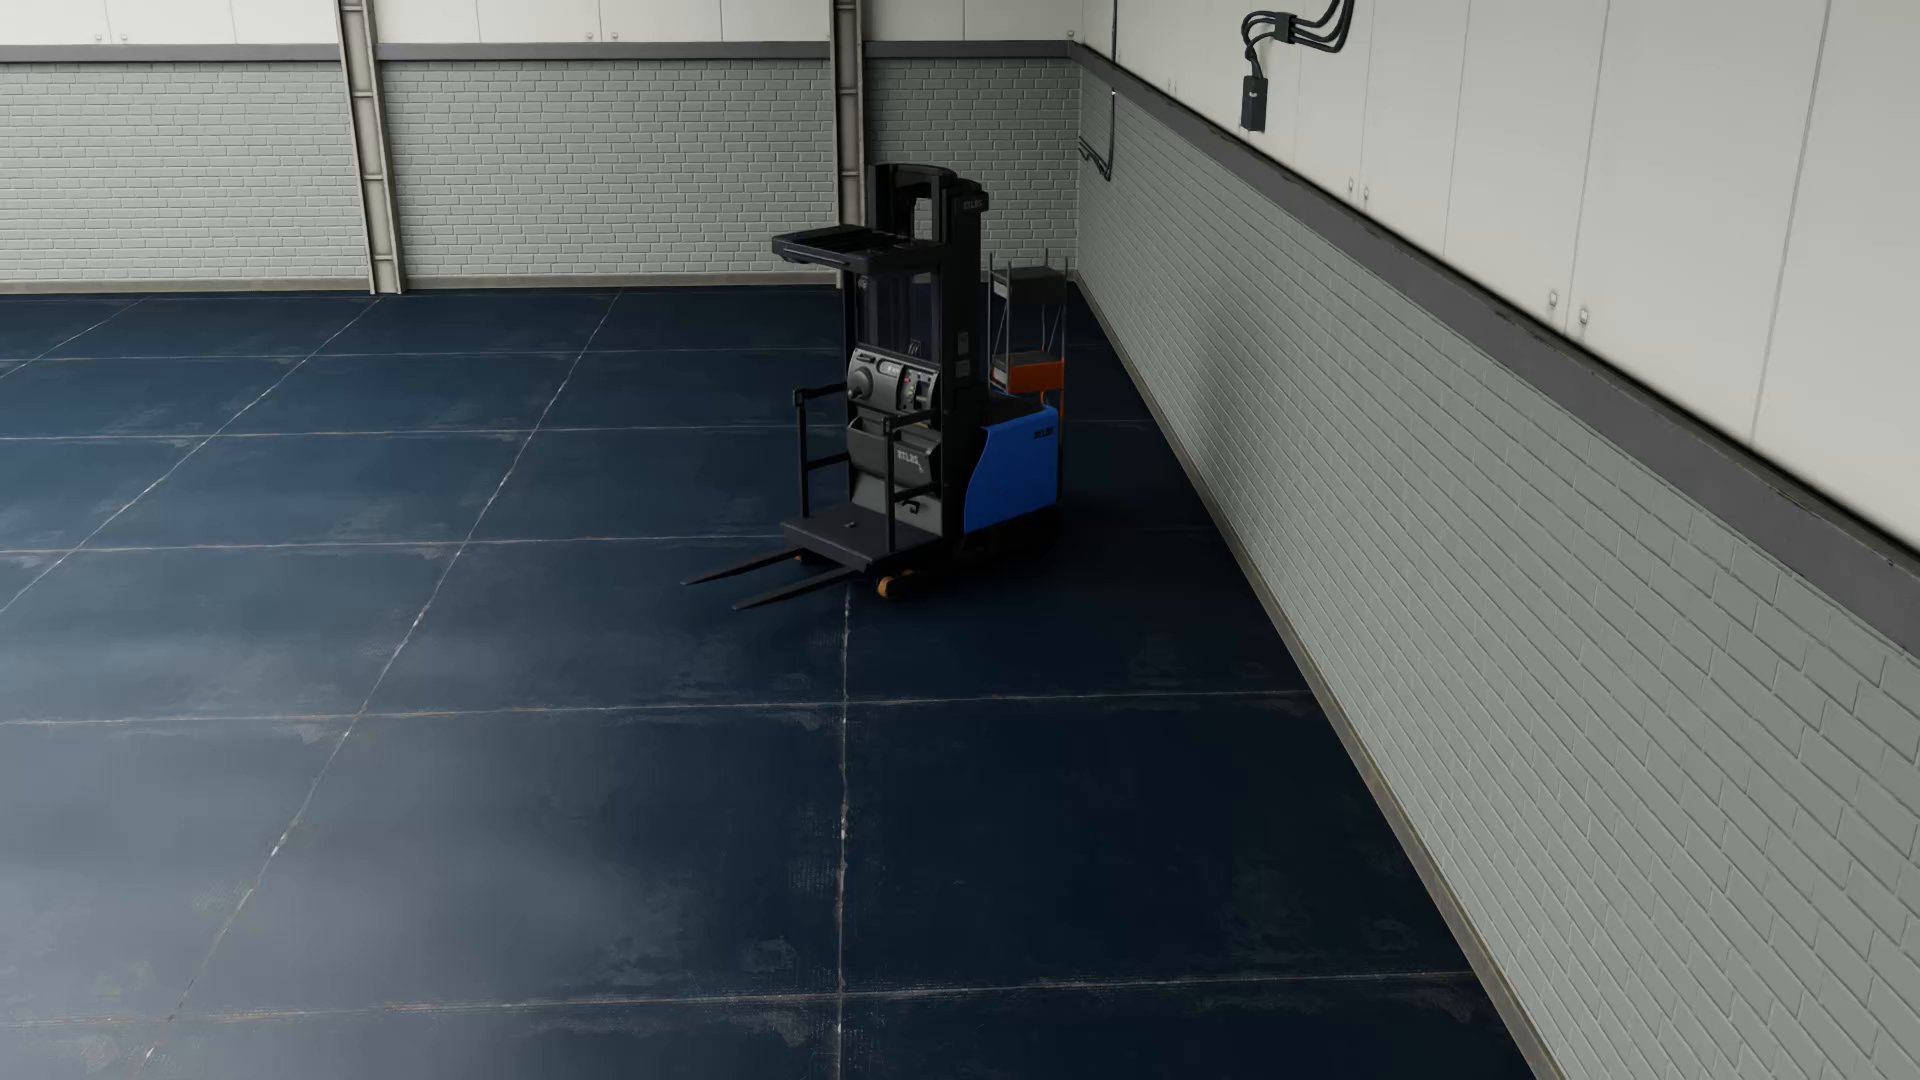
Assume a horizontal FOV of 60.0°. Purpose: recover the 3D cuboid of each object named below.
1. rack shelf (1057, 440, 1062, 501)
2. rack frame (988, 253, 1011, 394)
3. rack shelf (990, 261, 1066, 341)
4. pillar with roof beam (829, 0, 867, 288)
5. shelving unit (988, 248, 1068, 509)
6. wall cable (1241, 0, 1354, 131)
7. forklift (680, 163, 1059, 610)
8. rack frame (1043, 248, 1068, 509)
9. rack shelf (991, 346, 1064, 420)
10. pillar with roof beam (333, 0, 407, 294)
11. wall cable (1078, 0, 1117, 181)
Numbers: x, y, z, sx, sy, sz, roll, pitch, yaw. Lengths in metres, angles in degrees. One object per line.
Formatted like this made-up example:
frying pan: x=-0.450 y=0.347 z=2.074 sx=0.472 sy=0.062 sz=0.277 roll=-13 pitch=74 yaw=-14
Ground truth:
rack shelf: x=0.537 y=-0.602 z=13.757 sx=0.480 sy=0.518 sz=0.431 roll=-8 pitch=22 yaw=-21
rack frame: x=0.311 y=-1.236 z=13.417 sx=0.015 sy=2.100 sz=0.400 roll=-8 pitch=22 yaw=-21
rack shelf: x=0.537 y=-1.911 z=13.259 sx=0.480 sy=0.518 sz=0.431 roll=-8 pitch=22 yaw=-21
pillar with roof beam: x=-1.182 y=-6.031 z=16.314 sx=0.400 sy=9.000 sz=9.100 roll=-1 pitch=21 yaw=-3
shelving unit: x=0.537 y=-1.269 z=13.503 sx=0.503 sy=2.100 sz=0.431 roll=-8 pitch=22 yaw=-21
wall cable: x=2.115 y=-5.367 z=9.790 sx=0.169 sy=6.003 sz=2.305 roll=-1 pitch=21 yaw=-3
forklift: x=-0.644 y=-1.147 z=12.016 sx=3.031 sy=2.935 sz=1.130 roll=-19 pitch=28 yaw=-40
rack frame: x=0.763 y=-1.302 z=13.589 sx=0.015 sy=2.100 sz=0.400 roll=-8 pitch=22 yaw=-21
rack shelf: x=0.537 y=-1.256 z=13.508 sx=0.480 sy=0.518 sz=0.431 roll=-8 pitch=22 yaw=-21
pillar with roof beam: x=-7.172 y=-5.909 z=15.994 sx=0.400 sy=9.000 sz=9.100 roll=-1 pitch=21 yaw=-3
wall cable: x=1.589 y=-5.699 z=19.806 sx=0.112 sy=2.526 sz=3.097 roll=-1 pitch=21 yaw=-3
